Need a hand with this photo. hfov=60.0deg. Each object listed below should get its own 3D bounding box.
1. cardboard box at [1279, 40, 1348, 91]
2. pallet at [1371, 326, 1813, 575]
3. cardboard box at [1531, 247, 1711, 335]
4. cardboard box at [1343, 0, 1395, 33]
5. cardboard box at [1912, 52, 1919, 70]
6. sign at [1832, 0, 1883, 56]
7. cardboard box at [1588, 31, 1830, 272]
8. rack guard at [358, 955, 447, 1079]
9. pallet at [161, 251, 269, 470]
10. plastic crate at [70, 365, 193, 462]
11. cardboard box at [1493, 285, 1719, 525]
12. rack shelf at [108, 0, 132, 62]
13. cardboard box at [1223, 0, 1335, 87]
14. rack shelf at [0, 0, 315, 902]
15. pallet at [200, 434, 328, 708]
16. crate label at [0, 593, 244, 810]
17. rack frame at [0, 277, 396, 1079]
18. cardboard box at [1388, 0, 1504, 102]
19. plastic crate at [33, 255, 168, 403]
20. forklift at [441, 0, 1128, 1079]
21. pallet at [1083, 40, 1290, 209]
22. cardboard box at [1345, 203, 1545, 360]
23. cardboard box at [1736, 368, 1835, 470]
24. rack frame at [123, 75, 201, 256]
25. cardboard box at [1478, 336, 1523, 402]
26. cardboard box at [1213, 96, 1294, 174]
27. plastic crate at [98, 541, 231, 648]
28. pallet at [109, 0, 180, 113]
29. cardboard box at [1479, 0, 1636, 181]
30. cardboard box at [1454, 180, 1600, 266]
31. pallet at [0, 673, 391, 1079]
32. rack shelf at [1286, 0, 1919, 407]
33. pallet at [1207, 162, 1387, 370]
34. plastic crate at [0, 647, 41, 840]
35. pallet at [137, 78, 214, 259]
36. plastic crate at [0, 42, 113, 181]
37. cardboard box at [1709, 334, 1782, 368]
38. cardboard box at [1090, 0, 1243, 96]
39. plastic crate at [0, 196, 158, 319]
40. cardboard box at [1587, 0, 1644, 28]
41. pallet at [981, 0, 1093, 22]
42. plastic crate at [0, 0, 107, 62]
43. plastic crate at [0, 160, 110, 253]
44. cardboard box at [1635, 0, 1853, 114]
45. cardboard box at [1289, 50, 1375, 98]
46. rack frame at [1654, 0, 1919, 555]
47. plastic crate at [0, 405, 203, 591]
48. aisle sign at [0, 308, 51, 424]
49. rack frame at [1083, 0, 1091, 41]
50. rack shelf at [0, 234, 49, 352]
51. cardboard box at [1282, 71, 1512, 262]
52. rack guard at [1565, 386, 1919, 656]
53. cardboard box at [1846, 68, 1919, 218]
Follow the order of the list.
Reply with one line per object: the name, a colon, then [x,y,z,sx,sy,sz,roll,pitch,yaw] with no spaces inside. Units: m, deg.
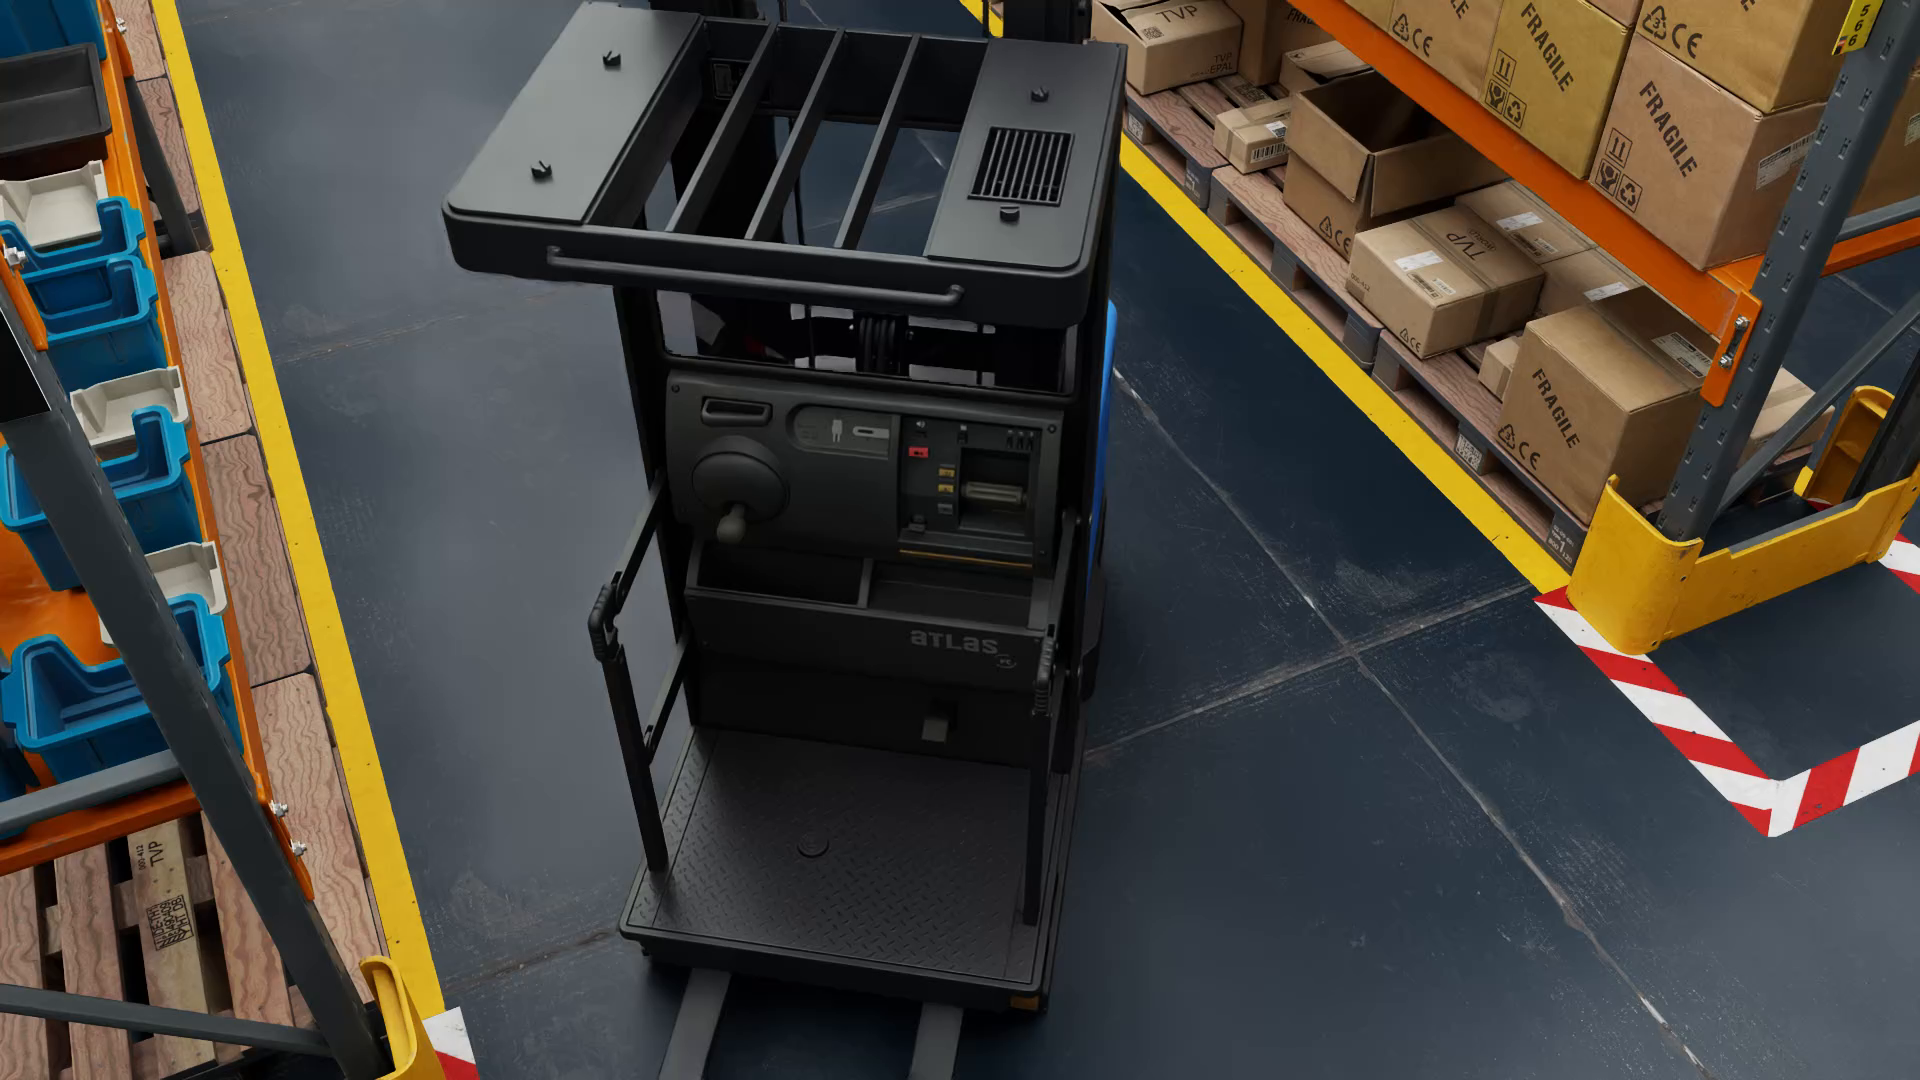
cardboard box: [1.665,-2.103,7.462,0.380,0.149,0.250,-18,47,-17]
pallet: [2.270,-0.476,6.082,1.003,0.211,1.213,-18,47,-17]
cardboard box: [2.456,-0.839,6.109,0.500,0.250,0.500,-18,47,-17]
cardboard box: [1.565,-2.123,5.695,0.500,0.500,0.500,-19,48,-18]
cardboard box: [2.691,-1.665,4.518,0.500,0.500,0.500,-17,47,-16]
sign: [2.126,-1.286,3.868,0.100,0.325,0.005,-18,47,-17]
cardboard box: [2.203,-1.153,4.712,0.500,0.500,0.500,-17,47,-16]
rack guard: [-1.836,1.449,3.925,1.175,0.500,0.348,-18,47,-17]
pallet: [-3.195,-0.551,6.159,1.003,0.211,1.213,-18,47,-17]
plastic crate: [-2.008,-0.295,4.059,0.250,0.136,0.298,-18,47,-17]
cardboard box: [2.186,-0.453,5.540,0.500,0.500,0.500,-18,47,-17]
rack shelf: [-4.381,-3.020,7.187,1.077,0.370,4.000,-18,47,-17]
cardboard box: [1.453,-2.449,7.563,0.500,0.500,0.500,-18,47,-17]
rack shelf: [-2.699,-0.471,4.603,1.077,0.370,4.000,-18,47,-17]
pallet: [-2.679,0.227,5.369,1.003,0.211,1.213,-18,47,-17]
crate label: [-1.663,0.332,3.355,0.416,0.233,0.303,-18,47,-17]
rack frame: [-1.861,0.549,3.058,0.949,2.616,0.053,-18,47,-17]
cardboard box: [1.776,-1.802,5.370,0.500,0.500,0.500,-18,47,-17]
plastic crate: [-2.217,-0.507,4.205,0.416,0.233,0.300,-18,47,-17]
forklift: [-0.263,-0.063,3.727,1.130,2.935,3.031,7,45,7]
pallet: [1.244,-2.031,7.658,1.003,0.211,1.213,-18,47,-17]
cardboard box: [1.814,-0.978,6.250,0.500,0.250,0.500,-18,47,-17]
cardboard box: [2.774,-0.423,5.759,0.380,0.149,0.250,-18,47,-17]
rack frame: [-3.540,-2.001,5.642,1.000,3.000,0.127,-18,47,-17]
cardboard box: [2.097,-0.619,5.946,0.380,0.166,0.250,-18,47,-17]
cardboard box: [1.309,-1.730,7.072,0.380,0.166,0.250,-18,47,-17]
plastic crate: [-1.723,0.137,3.621,0.250,0.136,0.298,-18,47,-17]
pallet: [-4.343,-2.291,7.922,1.003,0.211,1.213,-18,47,-17]
cardboard box: [1.981,-1.483,5.046,0.500,0.500,0.500,-18,47,-17]
cardboard box: [2.246,-1.158,6.432,0.500,0.250,0.500,-18,47,-17]
pallet: [-2.169,1.004,4.583,1.003,0.211,1.213,-18,47,-17]
rack shelf: [1.797,-1.931,6.084,1.077,0.370,4.000,-18,47,-17]
pallet: [1.761,-1.252,6.869,1.003,0.211,1.213,-18,47,-17]
plastic crate: [-2.168,0.356,3.186,0.616,0.435,0.499,-18,47,-17]
pallet: [-3.826,-1.513,7.133,1.003,0.211,1.213,-18,47,-17]
plastic crate: [-2.825,-1.291,5.075,0.437,0.125,0.590,-18,47,-17]
cardboard box: [2.668,-0.588,5.915,0.380,0.166,0.250,-18,47,-17]
cardboard box: [0.936,-2.330,7.577,0.500,0.311,0.500,-18,47,-17]
plastic crate: [-2.343,-0.699,4.399,0.416,0.233,0.300,-18,47,-17]
cardboard box: [1.988,-1.828,4.684,0.500,0.500,0.500,-17,47,-16]
pallet: [0.580,-2.976,8.616,1.003,0.211,1.213,-18,47,-17]
plastic crate: [-3.034,-1.820,5.428,0.392,0.384,0.575,-18,47,-17]
plastic crate: [-2.535,-0.908,4.679,0.293,0.136,0.466,-18,47,-17]
cardboard box: [2.201,-1.506,4.358,0.500,0.500,0.500,-18,48,-18]
cardboard box: [1.768,-1.904,7.145,0.500,0.311,0.500,-18,47,-17]
rack frame: [2.638,-0.913,4.539,1.000,3.000,0.127,-18,47,-17]
plastic crate: [-1.940,-0.088,3.780,0.416,0.233,0.300,-18,47,-17]
aisle sign: [-1.558,-0.419,2.188,0.394,0.787,0.004,-18,47,-17]
rack frame: [0.956,-3.462,7.123,1.000,3.000,0.127,-18,47,-17]
rack shelf: [-2.699,-1.538,3.550,1.077,0.370,4.000,-18,47,-17]
cardboard box: [1.751,-1.534,6.633,0.797,0.503,0.637,-18,47,-17]
rack guard: [2.606,-0.071,5.466,1.175,0.500,0.348,-18,47,-17]
cardboard box: [2.691,-1.309,4.870,0.500,0.500,0.500,-17,47,-17]
